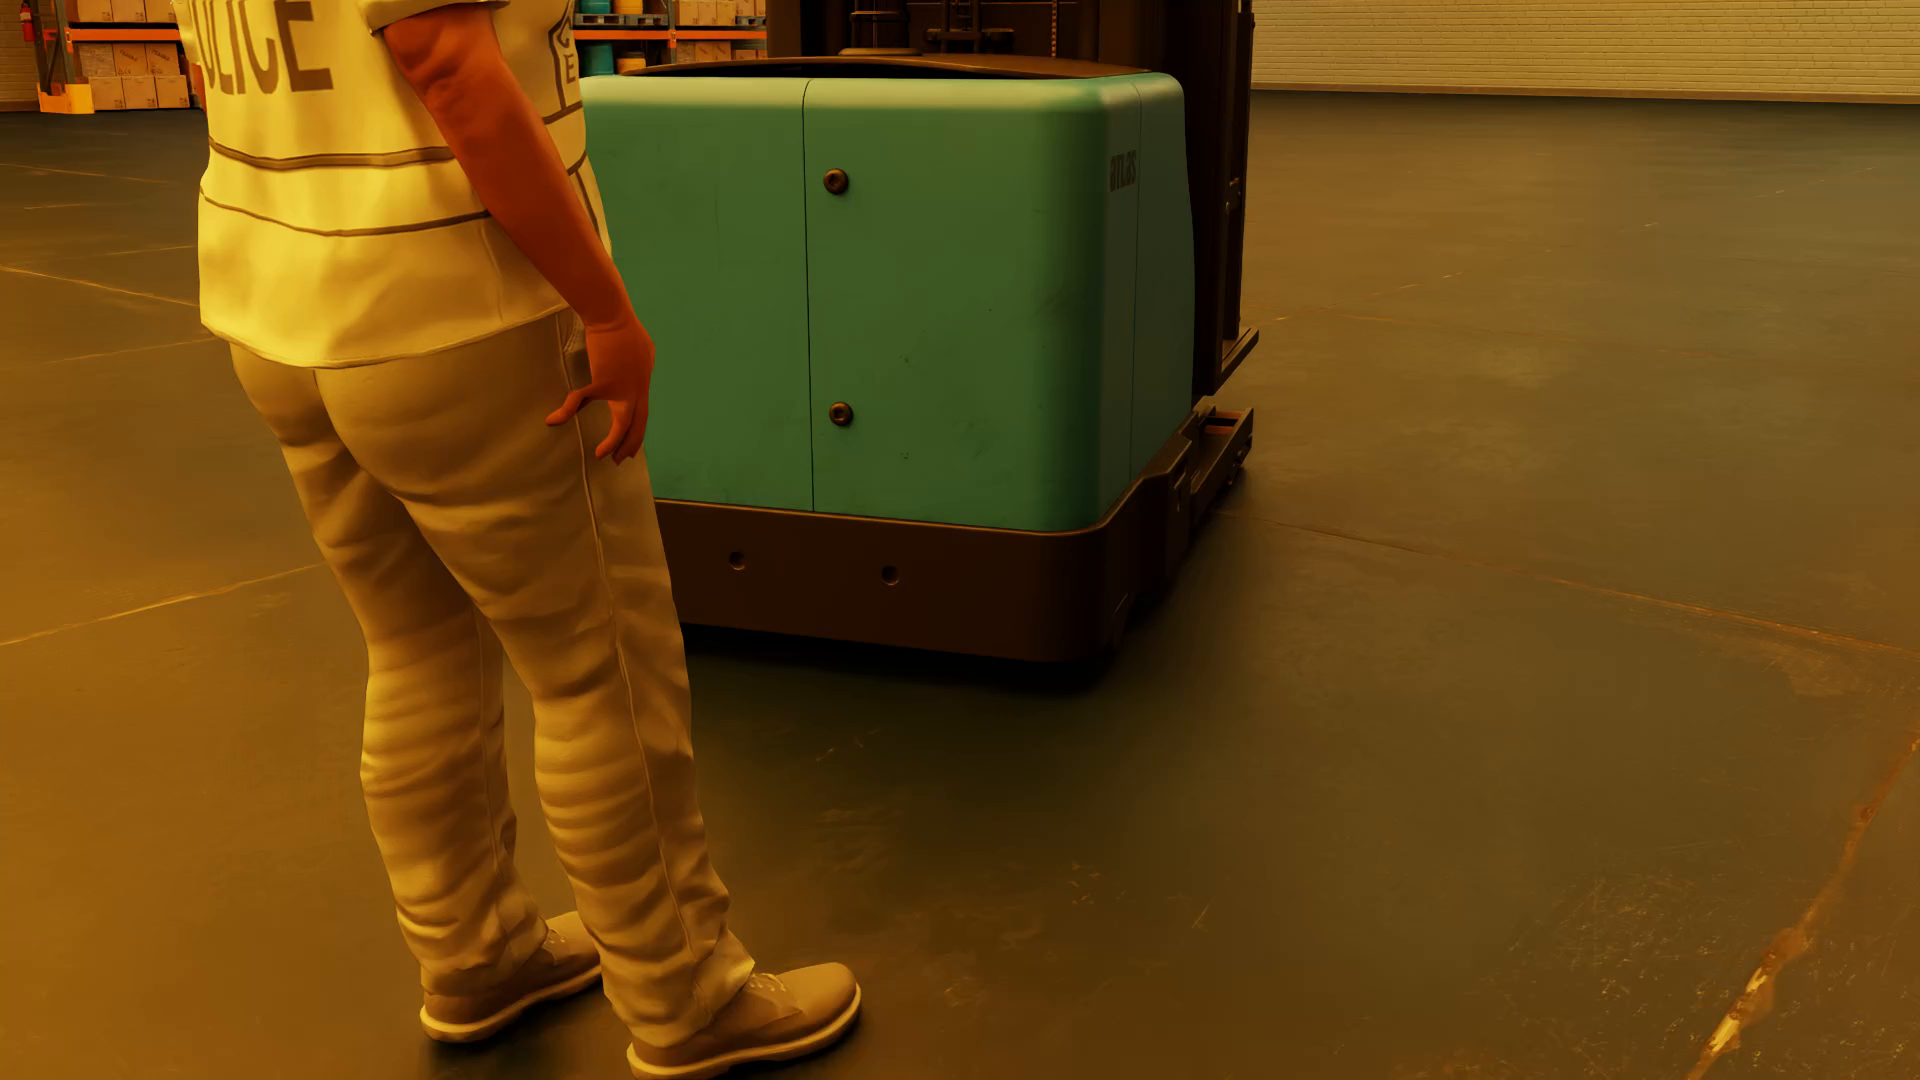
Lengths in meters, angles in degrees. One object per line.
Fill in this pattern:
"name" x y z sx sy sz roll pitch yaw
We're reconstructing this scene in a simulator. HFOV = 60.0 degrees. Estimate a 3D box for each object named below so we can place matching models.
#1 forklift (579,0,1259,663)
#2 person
"forklift" 0.182 -1.571 4.072 1.130 2.935 3.031 5 18 17
"person" -0.490 -0.223 1.783 0.601 1.669 0.528 15 22 40
